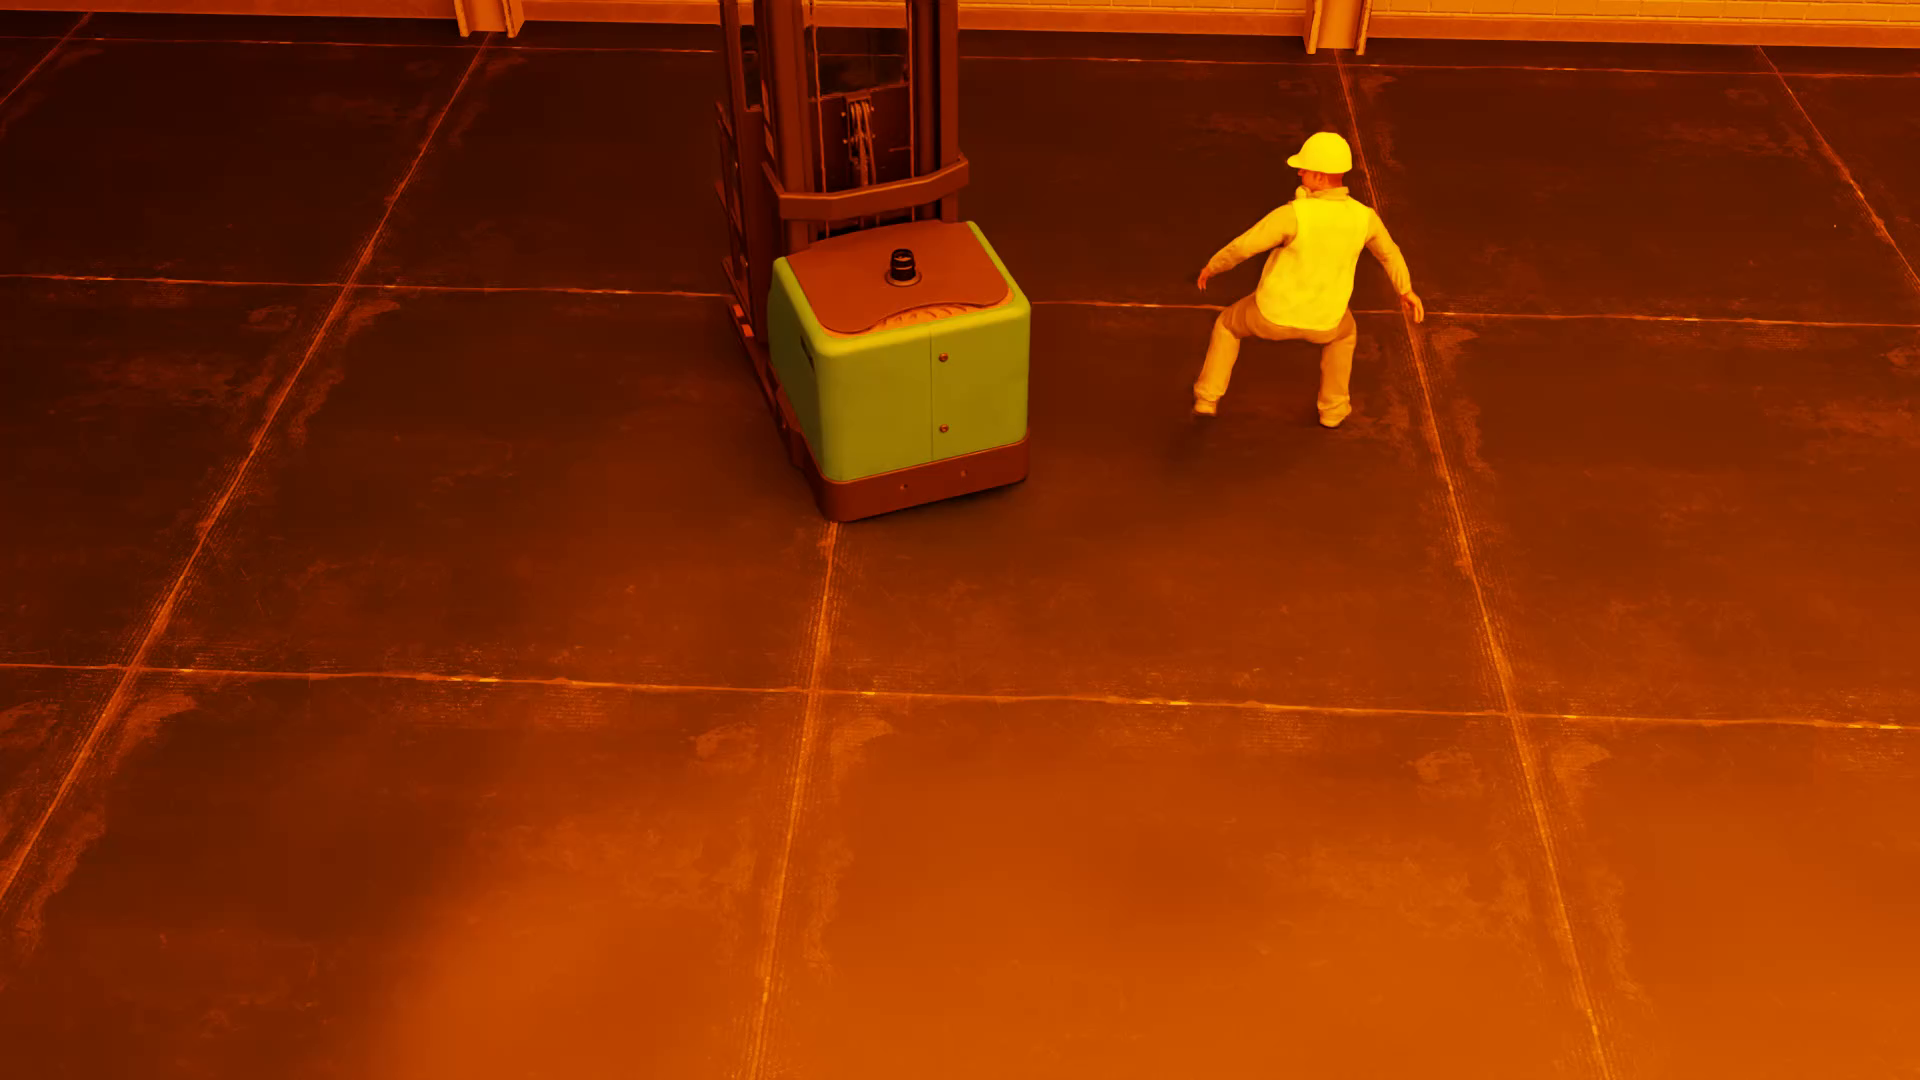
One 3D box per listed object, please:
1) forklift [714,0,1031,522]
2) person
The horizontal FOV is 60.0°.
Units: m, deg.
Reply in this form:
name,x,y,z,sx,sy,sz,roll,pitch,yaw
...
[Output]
name,x,y,z,sx,sy,sz,roll,pitch,yaw
forklift,-0.636,-2.176,8.126,1.130,2.935,3.031,-14,44,-14
person,1.699,-1.197,8.062,1.099,1.656,0.502,1,42,1
